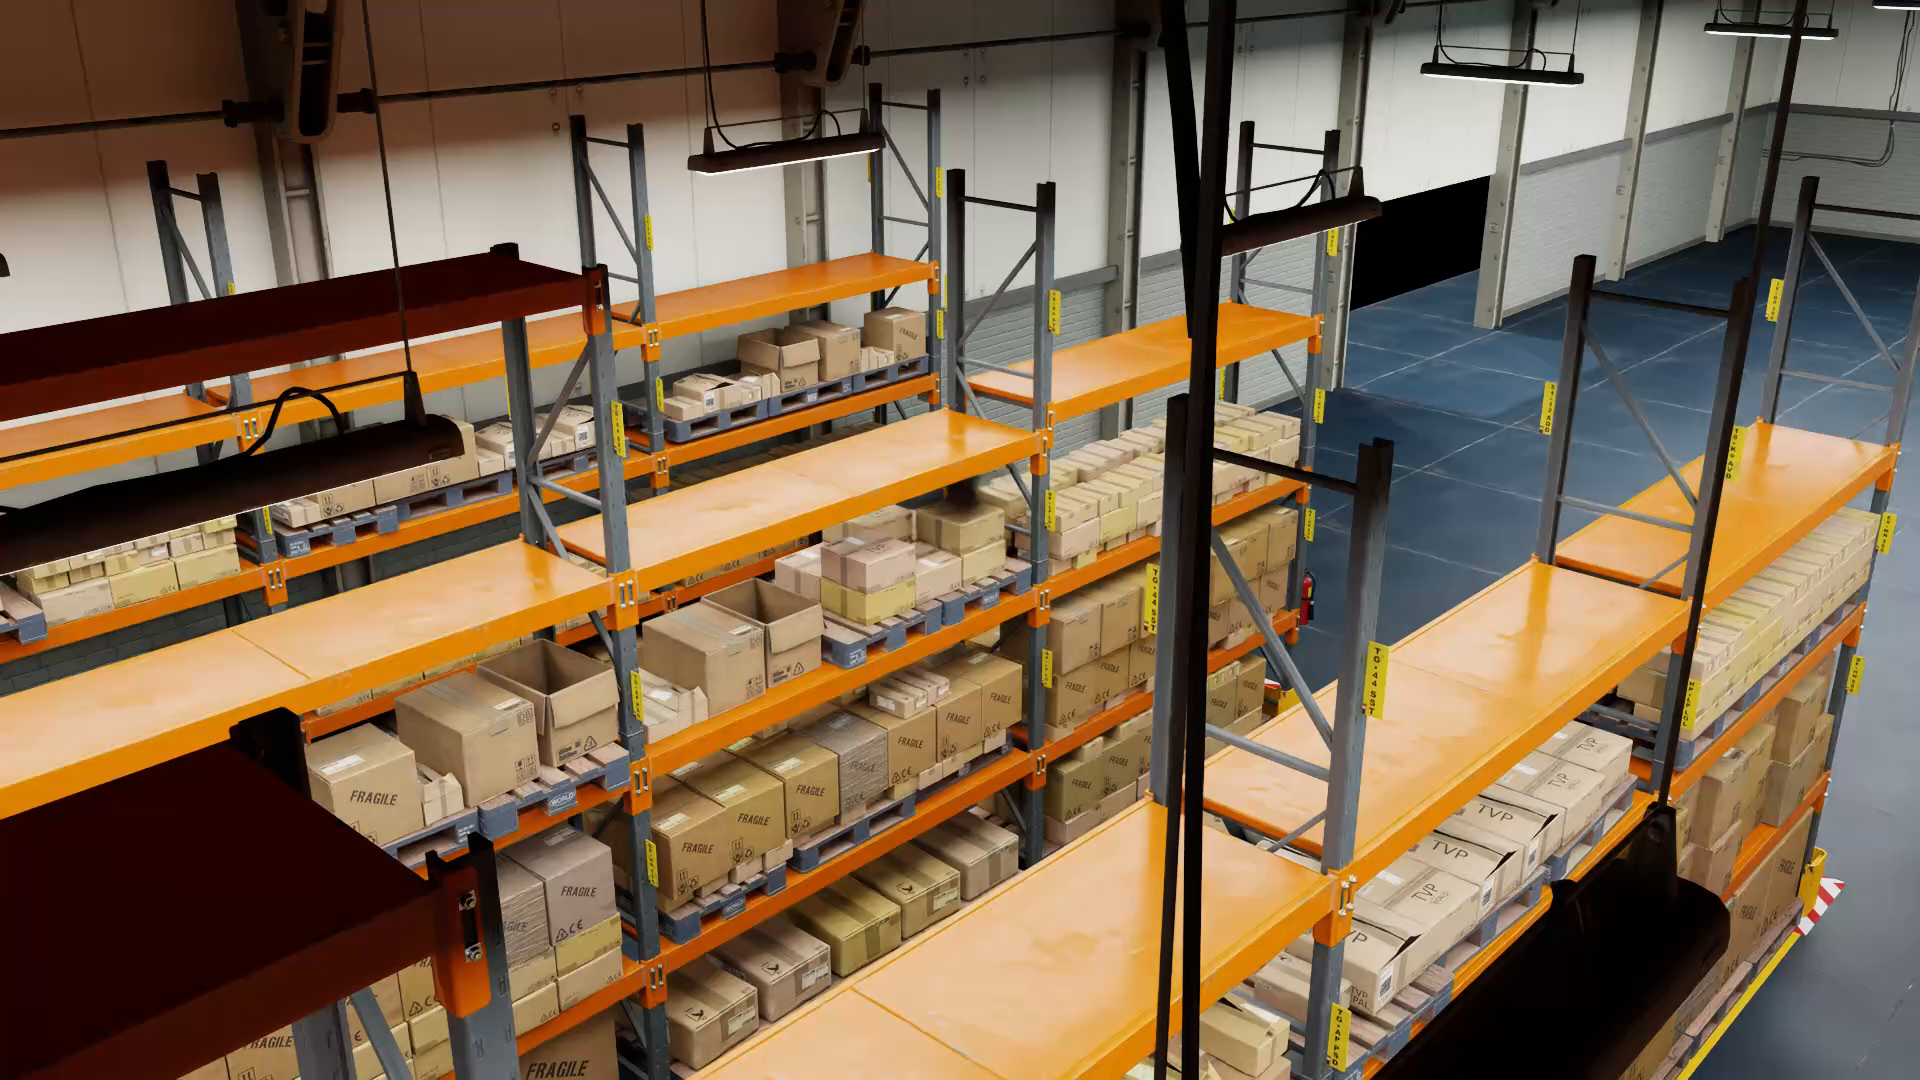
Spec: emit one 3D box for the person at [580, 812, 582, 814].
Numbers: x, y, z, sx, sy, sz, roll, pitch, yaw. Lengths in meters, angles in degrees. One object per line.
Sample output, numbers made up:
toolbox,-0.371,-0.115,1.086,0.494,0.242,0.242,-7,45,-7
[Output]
person,-3.543,1.829,15.138,0.467,1.583,0.409,-12,24,-29
